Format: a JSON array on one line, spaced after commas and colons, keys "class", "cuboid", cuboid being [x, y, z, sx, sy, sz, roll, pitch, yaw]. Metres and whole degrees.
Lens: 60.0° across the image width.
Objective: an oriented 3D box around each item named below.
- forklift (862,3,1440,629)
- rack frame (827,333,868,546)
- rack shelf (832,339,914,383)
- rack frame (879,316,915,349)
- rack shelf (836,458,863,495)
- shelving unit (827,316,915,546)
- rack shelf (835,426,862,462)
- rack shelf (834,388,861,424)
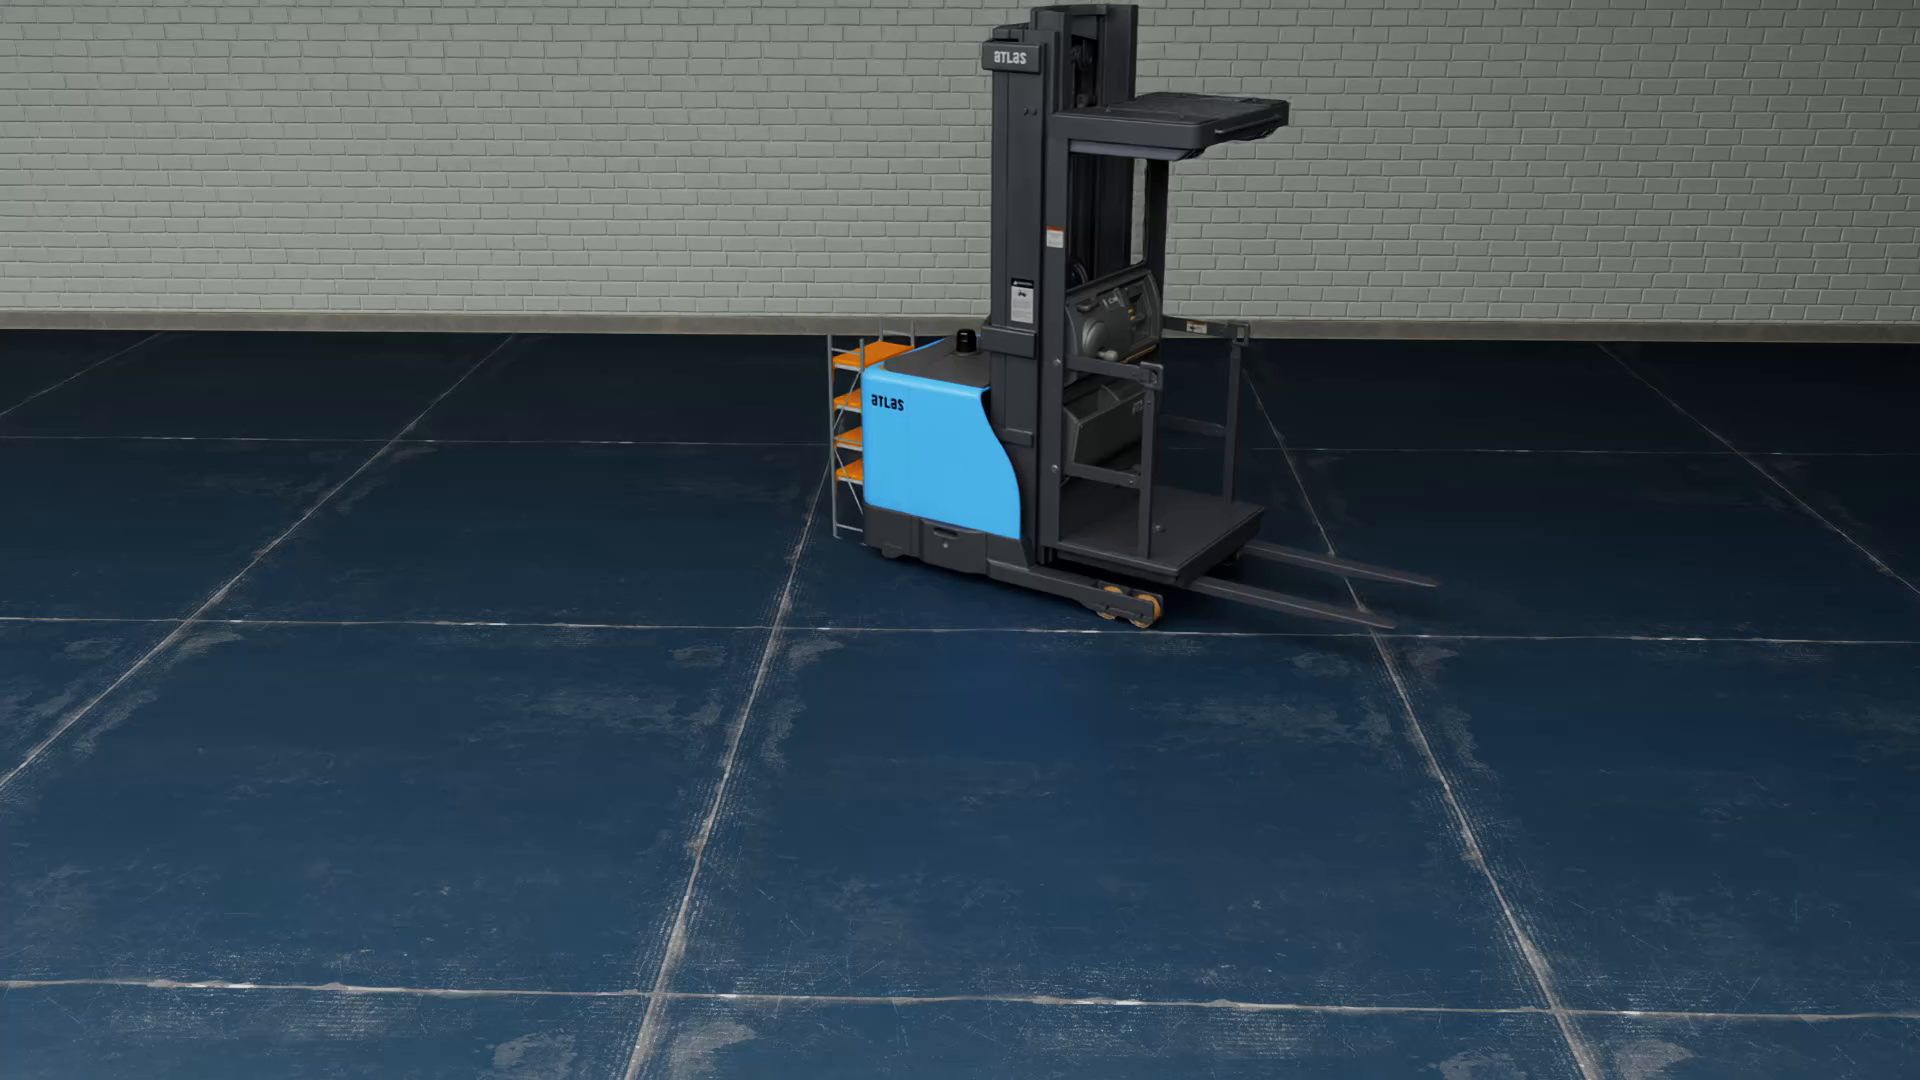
[{"class": "forklift", "cuboid": [0.967, -1.143, 8.423, 3.031, 2.935, 1.130, 13, 25, 31]}, {"class": "rack frame", "cuboid": [-0.624, -0.551, 9.291, 0.240, 1.200, 0.015, 13, 25, 30]}, {"class": "rack shelf", "cuboid": [-0.492, -0.992, 9.340, 0.258, 0.148, 0.480, 13, 25, 30]}, {"class": "rack frame", "cuboid": [-0.360, -0.700, 9.673, 0.240, 1.200, 0.015, 13, 25, 30]}, {"class": "rack shelf", "cuboid": [-0.492, -0.378, 9.578, 0.258, 0.148, 0.480, 13, 25, 30]}, {"class": "shelving unit", "cuboid": [-0.492, -0.625, 9.482, 0.258, 1.200, 0.503, 13, 25, 30]}, {"class": "rack shelf", "cuboid": [-0.492, -0.563, 9.507, 0.258, 0.148, 0.480, 13, 25, 30]}, {"class": "rack shelf", "cuboid": [-0.492, -0.771, 9.426, 0.258, 0.148, 0.480, 13, 25, 30]}]
